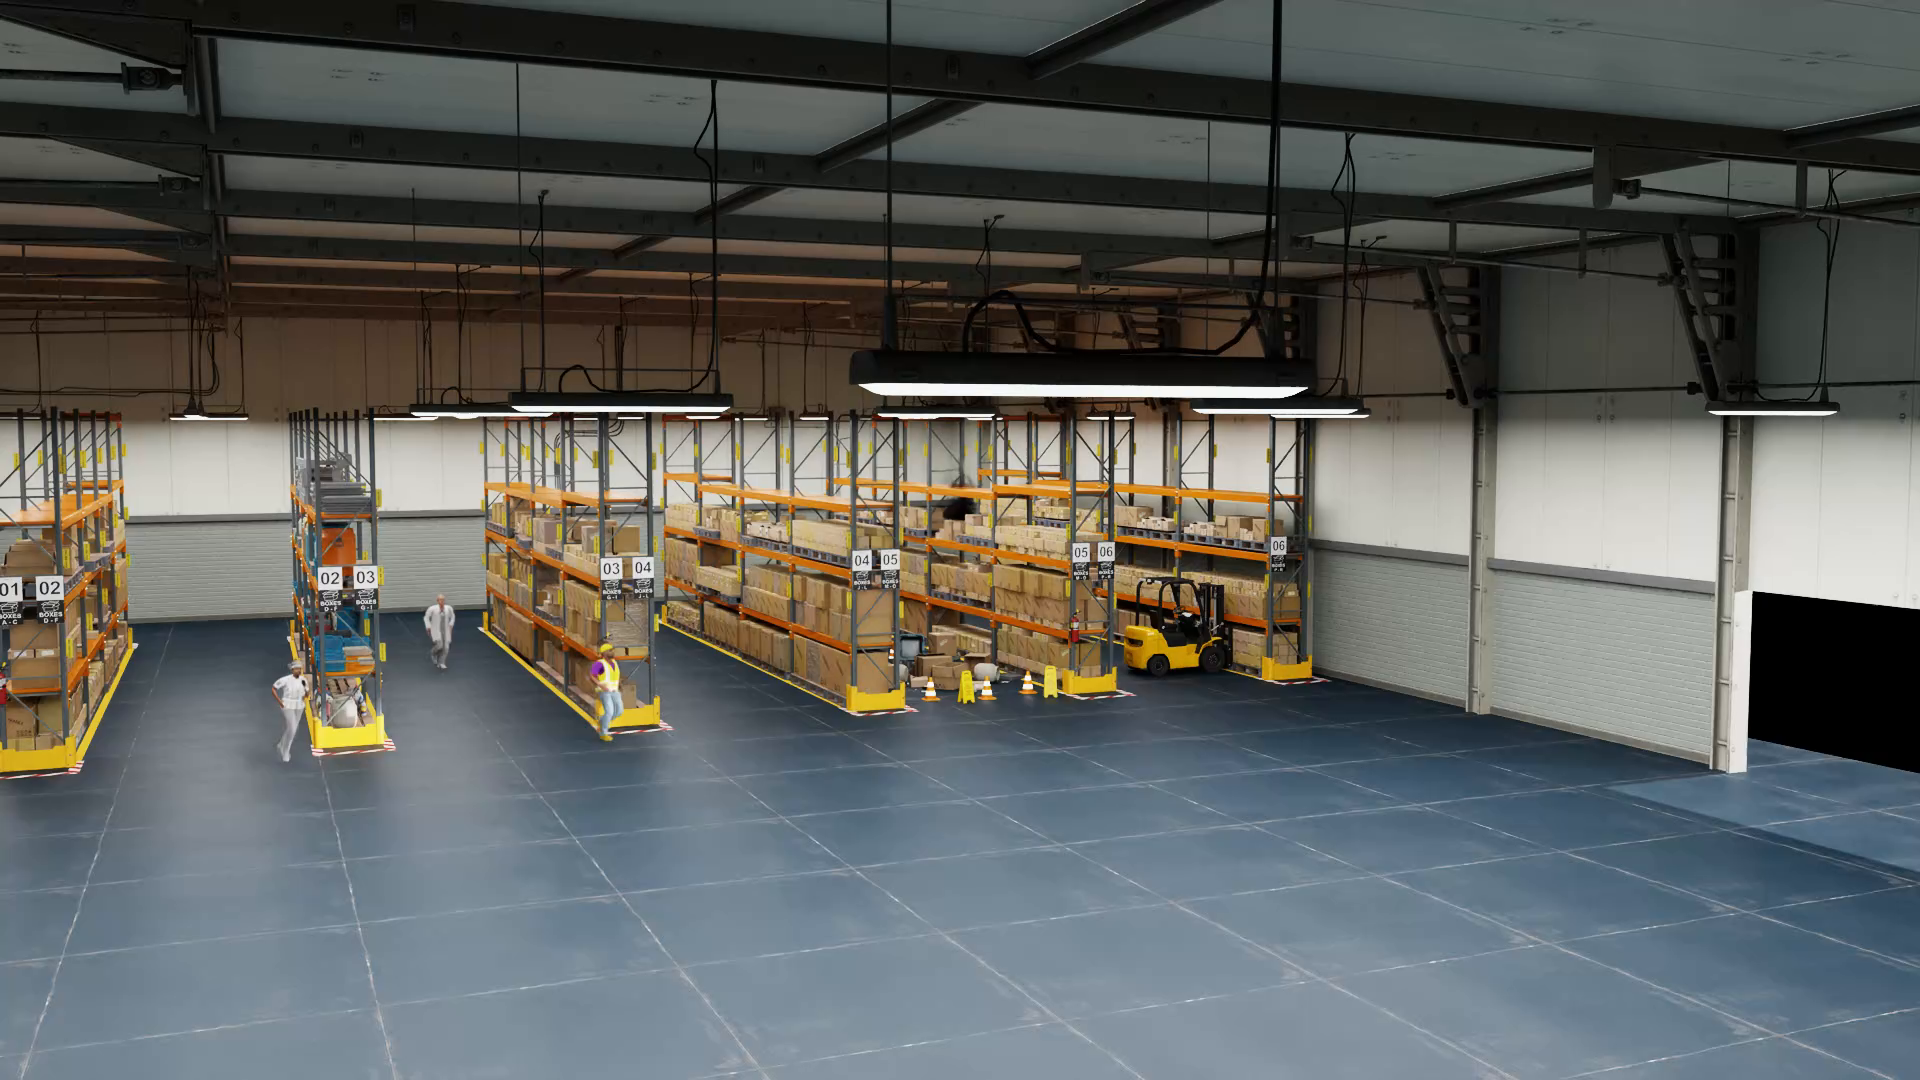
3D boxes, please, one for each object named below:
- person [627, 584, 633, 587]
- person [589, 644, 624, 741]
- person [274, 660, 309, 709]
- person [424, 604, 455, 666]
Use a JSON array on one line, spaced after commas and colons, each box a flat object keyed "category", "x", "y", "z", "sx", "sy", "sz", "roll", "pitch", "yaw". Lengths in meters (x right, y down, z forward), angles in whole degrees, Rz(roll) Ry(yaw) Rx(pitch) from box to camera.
[{"category": "person", "x": -9.179, "y": 1.684, "z": 46.223, "sx": 0.592, "sy": 1.607, "sz": 0.578, "roll": -1, "pitch": 4, "yaw": -15}, {"category": "person", "x": -6.389, "y": 2.752, "z": 30.213, "sx": 0.484, "sy": 1.730, "sz": 0.734, "roll": 2, "pitch": 5, "yaw": 31}, {"category": "person", "x": -11.397, "y": 2.469, "z": 28.416, "sx": 0.390, "sy": 0.836, "sz": 0.550, "roll": 3, "pitch": 5, "yaw": 38}, {"category": "person", "x": -12.125, "y": 2.213, "z": 38.844, "sx": 0.699, "sy": 1.467, "sz": 0.538, "roll": -3, "pitch": 5, "yaw": -34}]
